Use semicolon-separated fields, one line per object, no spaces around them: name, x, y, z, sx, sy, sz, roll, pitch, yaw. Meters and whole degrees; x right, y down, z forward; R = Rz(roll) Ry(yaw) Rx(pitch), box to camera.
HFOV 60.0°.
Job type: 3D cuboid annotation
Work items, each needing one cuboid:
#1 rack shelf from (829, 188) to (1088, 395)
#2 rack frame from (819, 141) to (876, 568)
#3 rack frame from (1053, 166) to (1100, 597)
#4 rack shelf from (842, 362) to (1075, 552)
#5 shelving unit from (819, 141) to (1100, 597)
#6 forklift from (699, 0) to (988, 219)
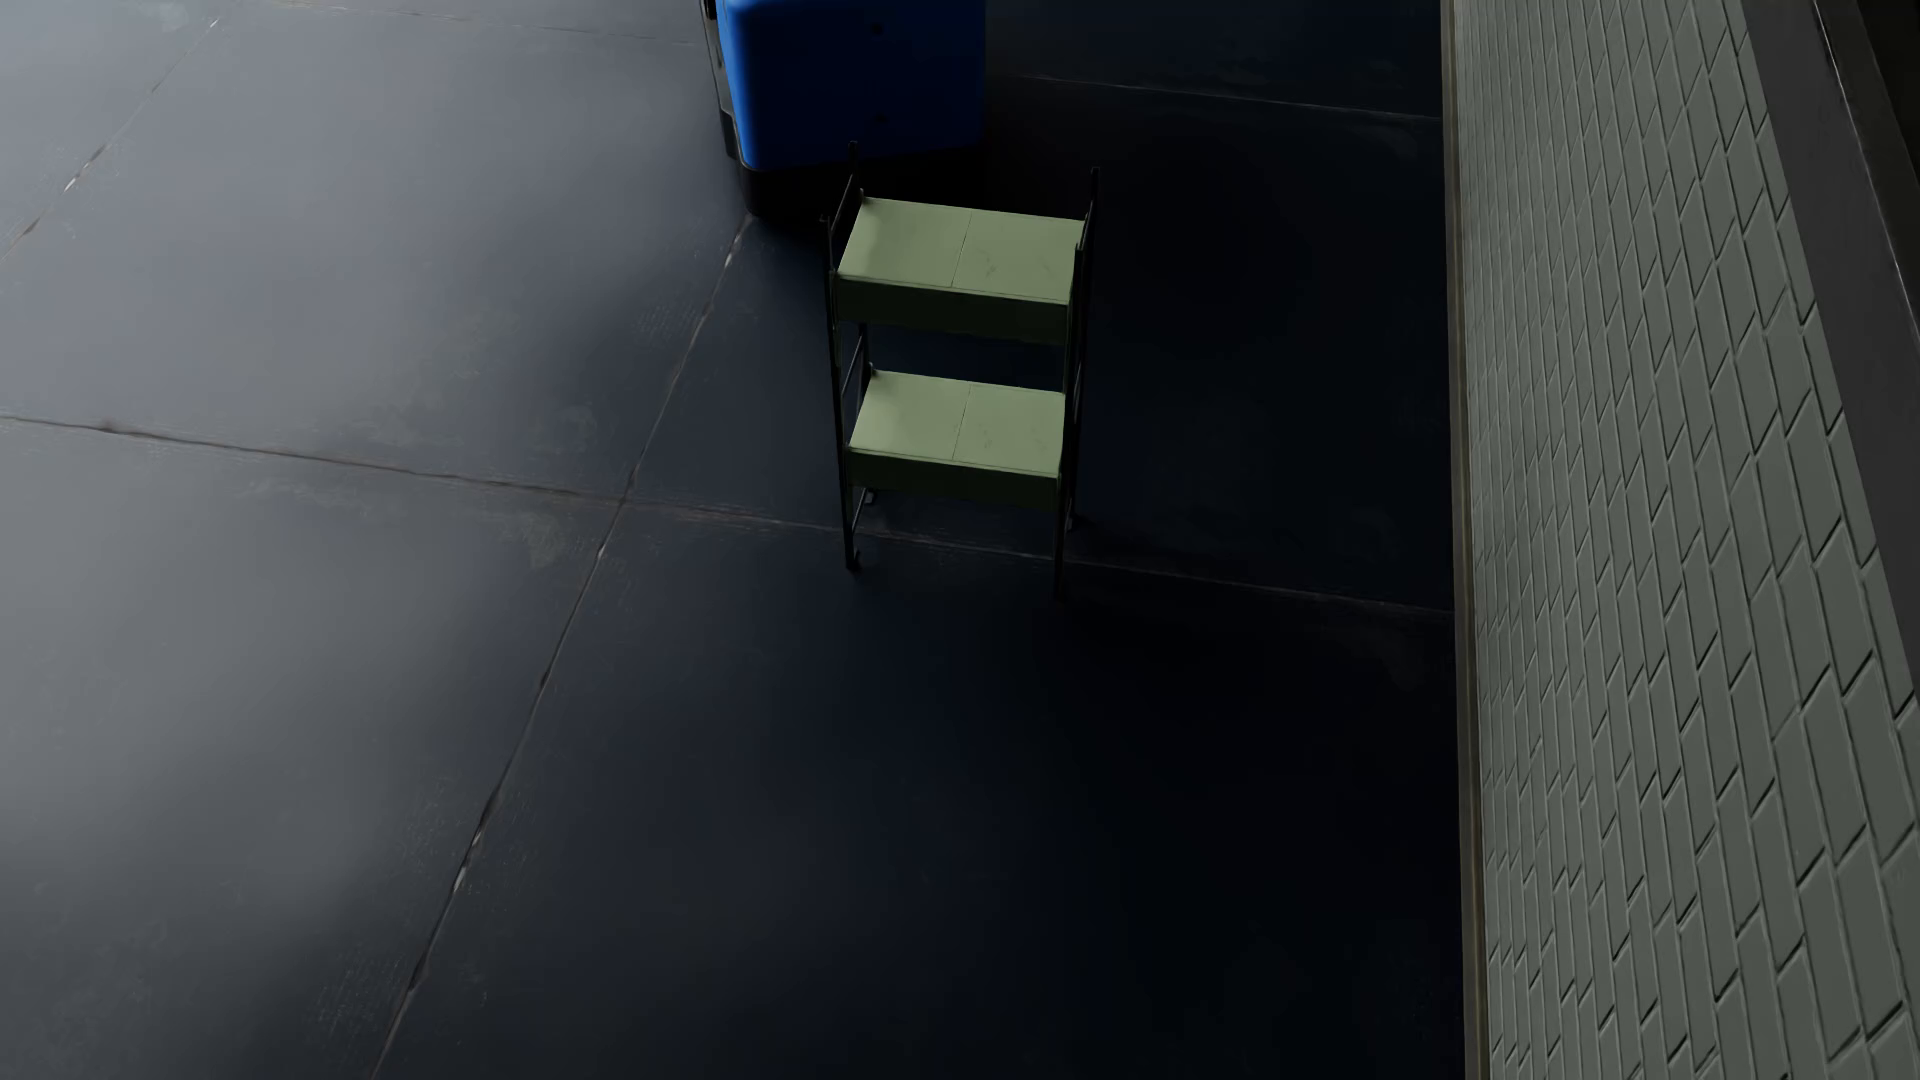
rack shelf;0.007;-0.761;5.078;0.720;0.370;0.431;8;49;7
rack frame;-0.354;-0.549;5.412;0.023;1.500;0.400;8;49;7
rack frame;0.367;-0.452;5.325;0.023;1.500;0.400;8;49;7
rack shelf;0.007;-0.283;5.611;0.720;0.370;0.431;8;49;7
shelving unit;0.007;-0.500;5.368;0.755;1.500;0.431;8;49;7
forklift;-0.682;-3.460;7.066;1.130;2.935;3.031;-9;49;-8
